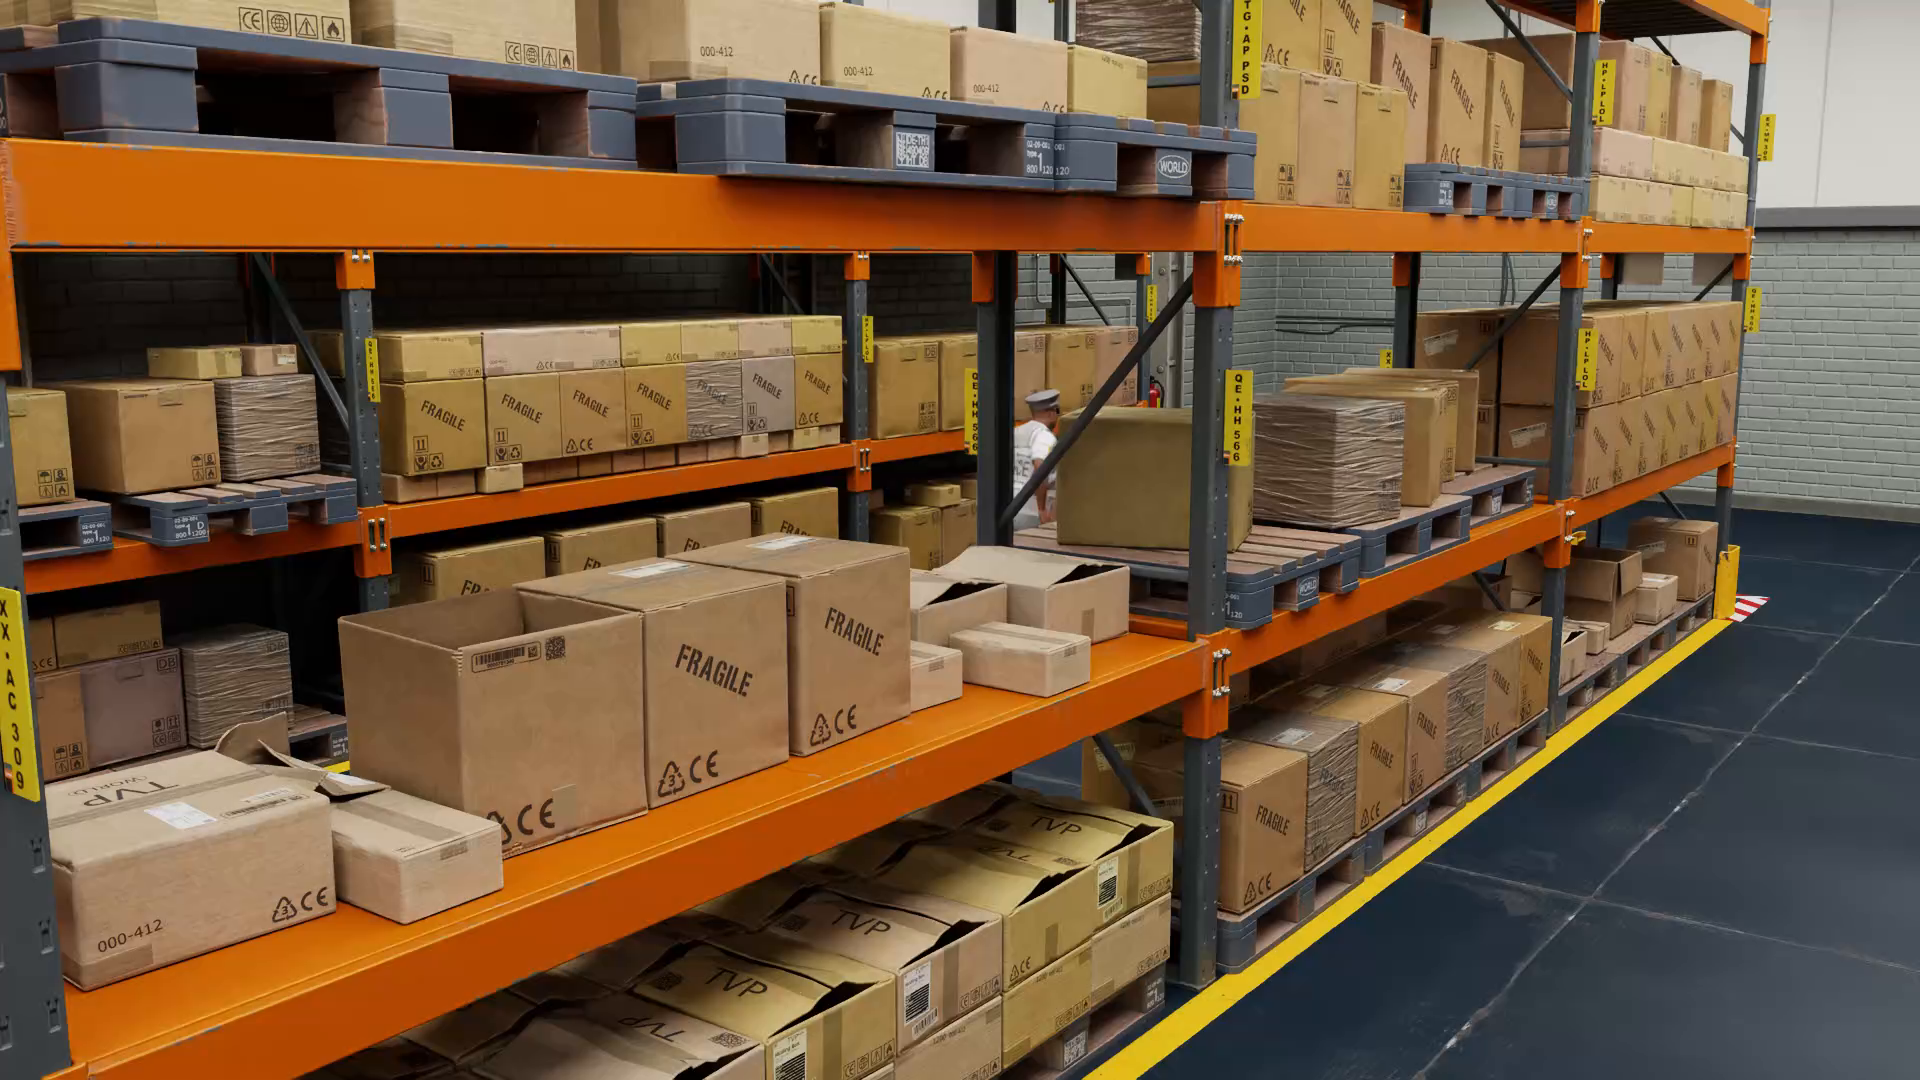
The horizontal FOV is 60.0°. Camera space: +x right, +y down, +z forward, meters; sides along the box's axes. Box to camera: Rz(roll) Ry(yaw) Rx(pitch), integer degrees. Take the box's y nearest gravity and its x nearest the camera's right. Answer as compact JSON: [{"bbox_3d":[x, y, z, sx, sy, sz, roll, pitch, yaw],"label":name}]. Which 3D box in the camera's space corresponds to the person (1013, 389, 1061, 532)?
[{"bbox_3d":[0.389,-0.174,11.508,0.743,1.708,0.696,-7,12,-36],"label":"person"}]
